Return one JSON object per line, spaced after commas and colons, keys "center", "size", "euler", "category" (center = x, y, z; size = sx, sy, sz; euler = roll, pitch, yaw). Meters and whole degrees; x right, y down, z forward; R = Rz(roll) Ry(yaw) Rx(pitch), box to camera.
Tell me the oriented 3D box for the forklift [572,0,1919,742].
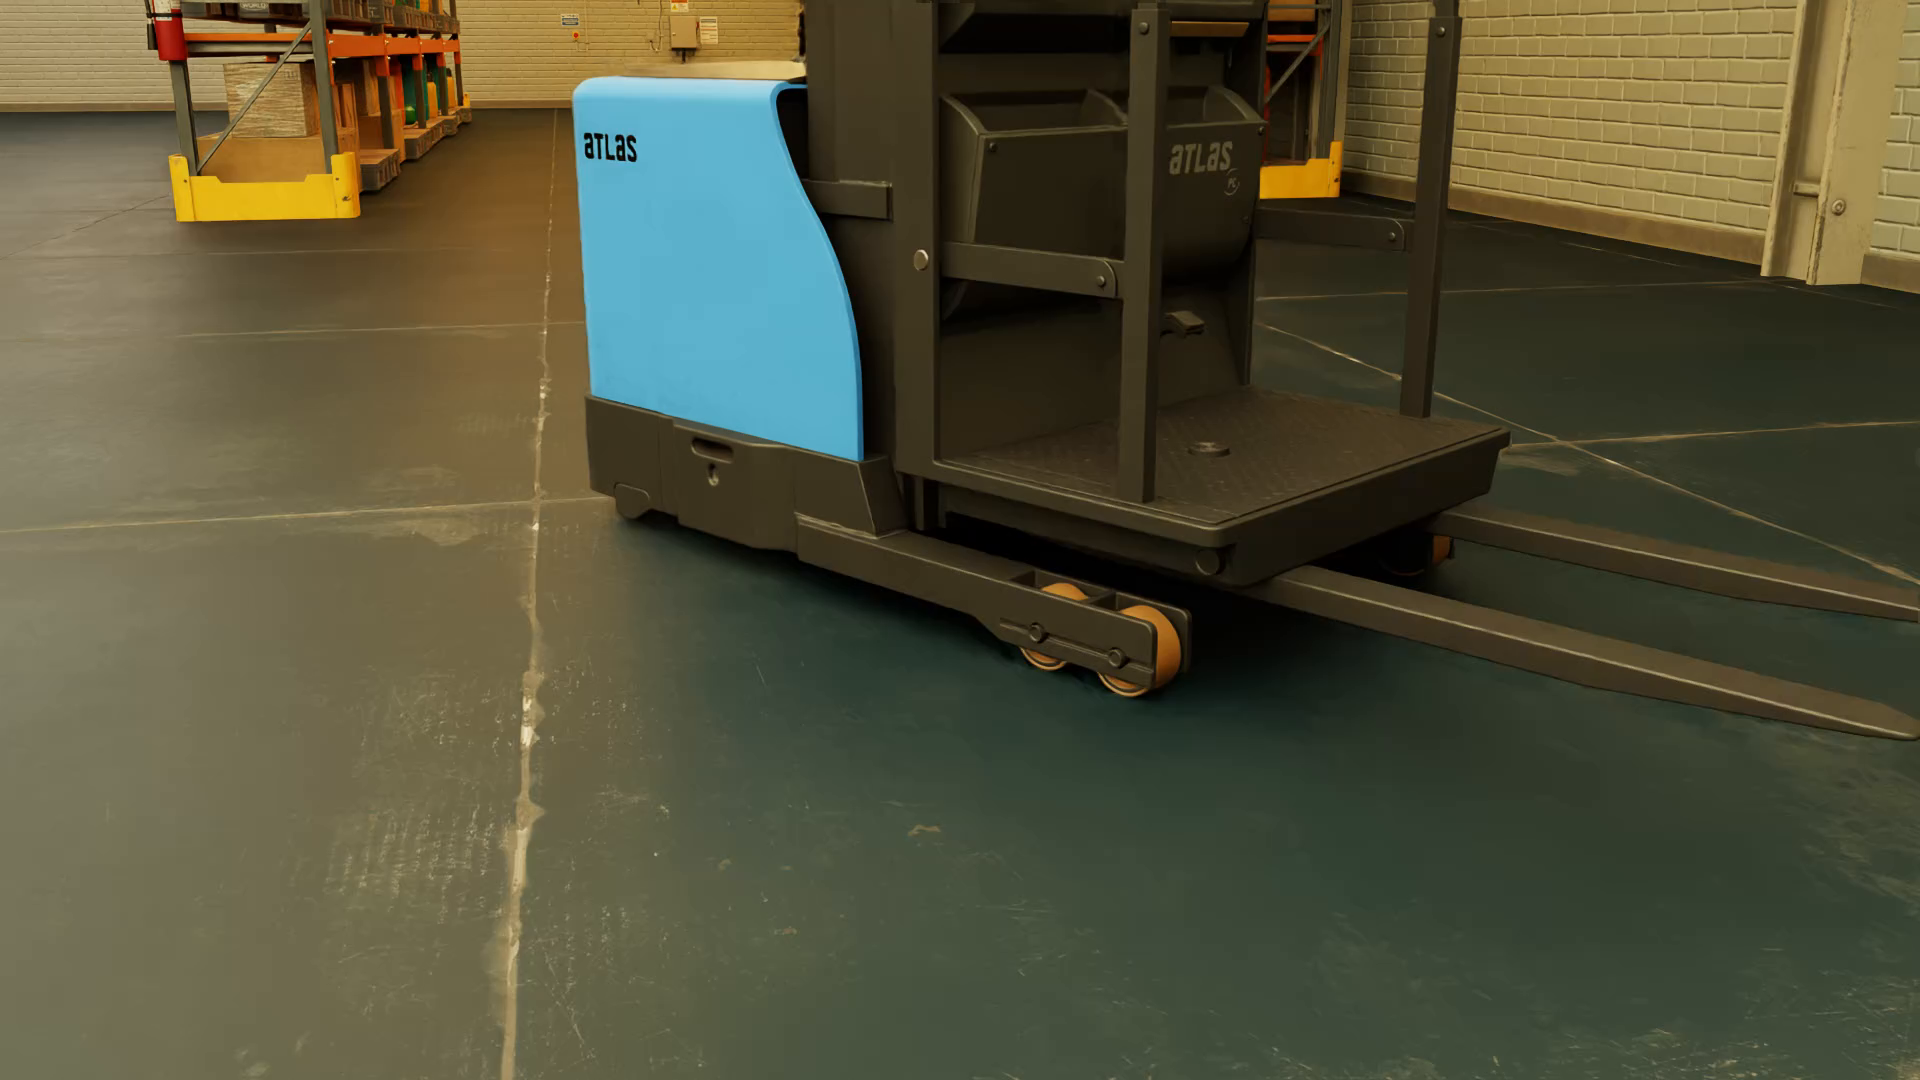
{"center": [0.468, -1.284, 3.191], "size": [3.031, 2.935, 1.130], "euler": [15, 22, 42], "category": "forklift"}
